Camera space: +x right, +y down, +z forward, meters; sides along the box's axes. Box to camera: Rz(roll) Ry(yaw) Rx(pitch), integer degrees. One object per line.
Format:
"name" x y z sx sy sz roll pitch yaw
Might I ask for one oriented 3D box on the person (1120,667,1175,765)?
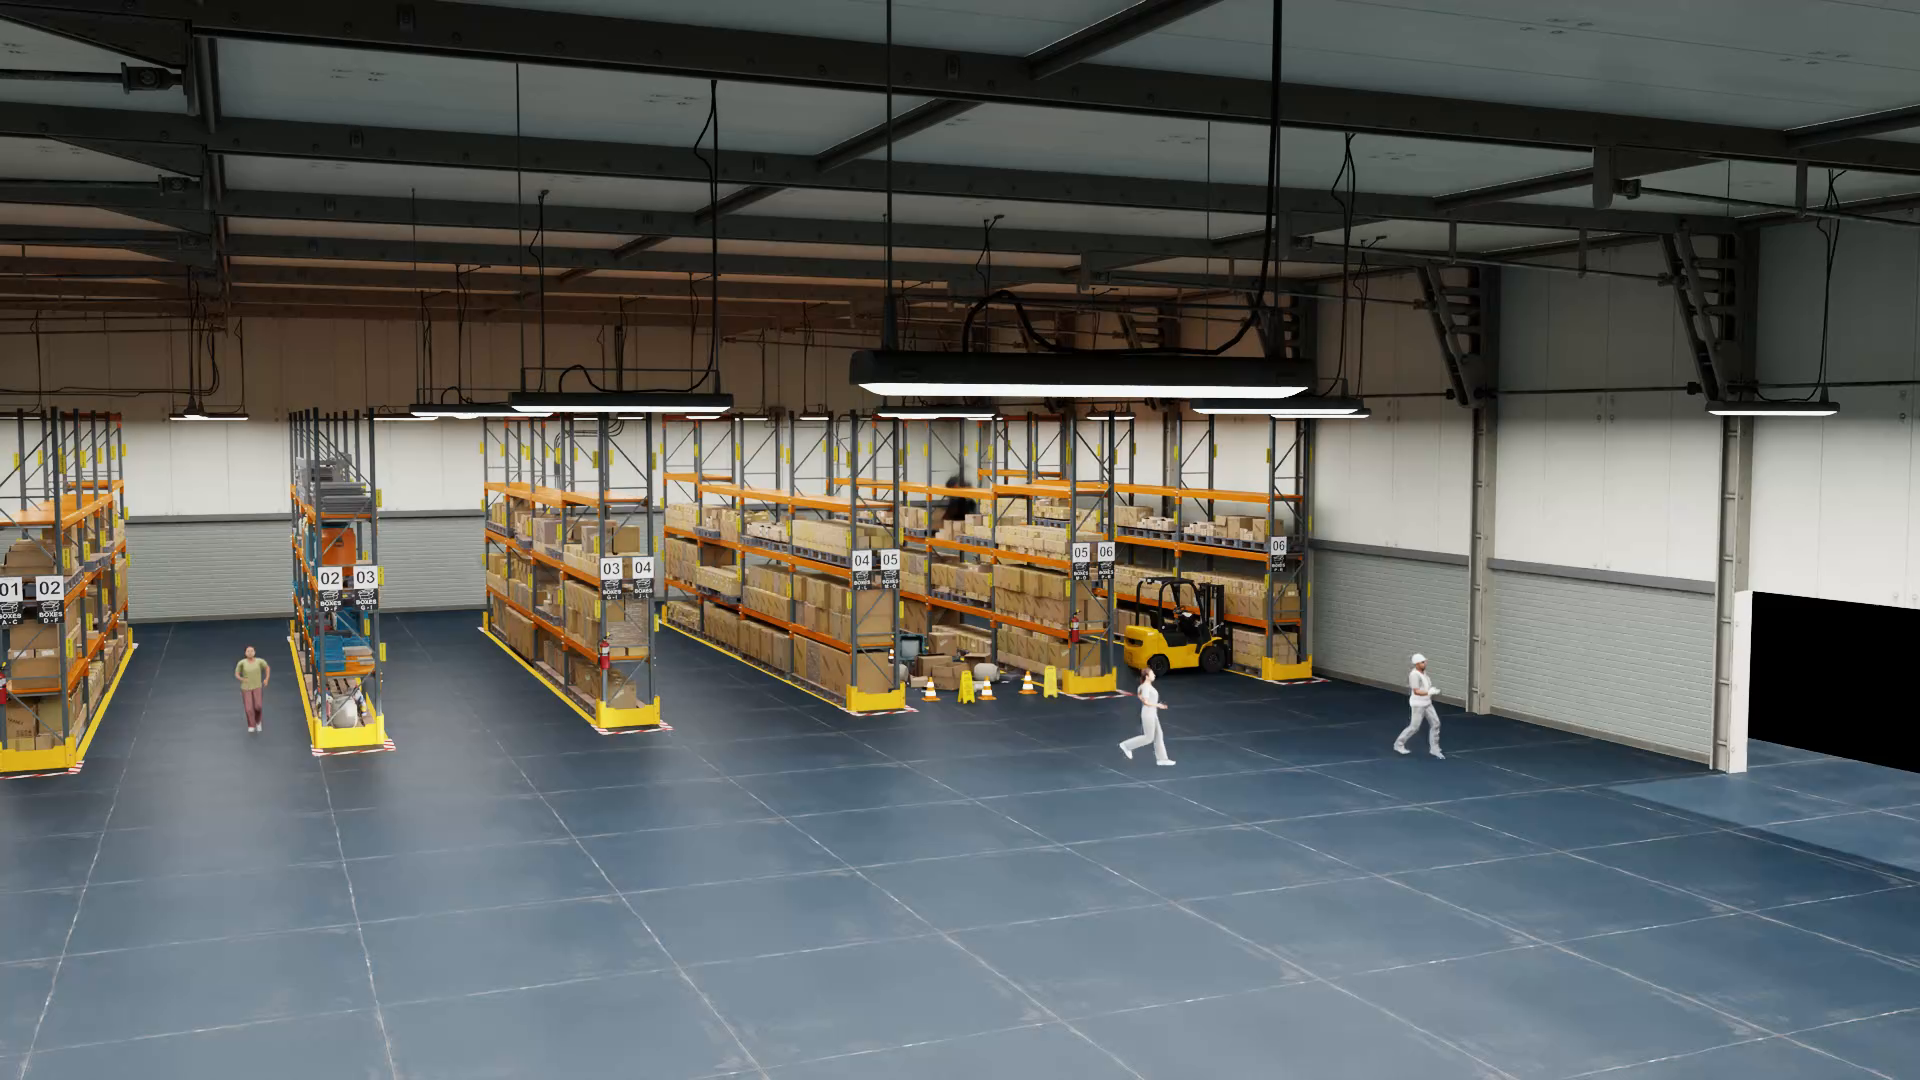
"person" 3.135 2.941 27.746 0.924 1.645 0.570 1 4 9

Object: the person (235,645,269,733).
"person" -13.019 2.747 30.610 0.596 1.642 0.602 -2 4 -24

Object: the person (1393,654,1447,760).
"person" 7.891 2.850 28.469 0.871 1.815 0.690 3 5 33
